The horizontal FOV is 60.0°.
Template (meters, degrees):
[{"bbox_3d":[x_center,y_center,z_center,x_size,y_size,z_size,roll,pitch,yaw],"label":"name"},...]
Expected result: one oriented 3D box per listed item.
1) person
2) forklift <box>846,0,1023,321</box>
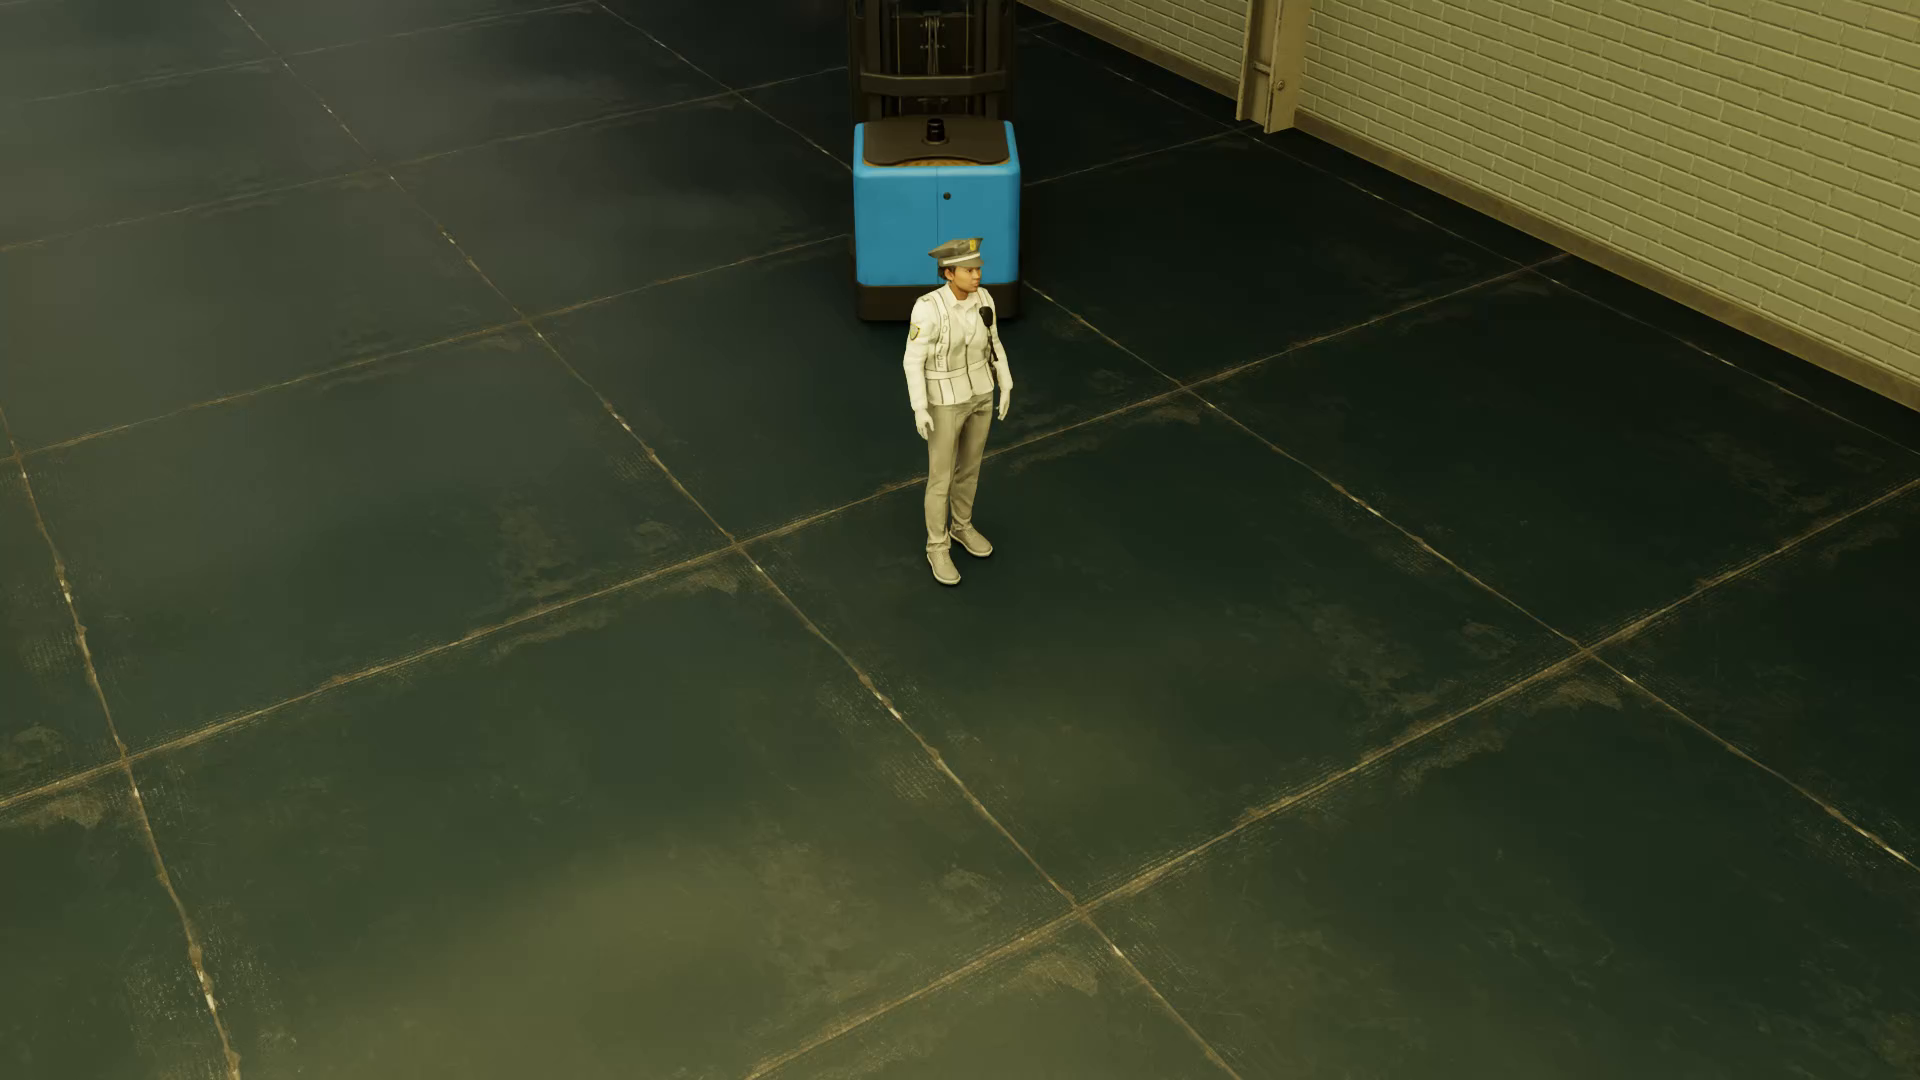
[{"bbox_3d":[0.031,-0.664,8.156,0.586,1.694,0.531,-21,40,-27],"label":"person"},{"bbox_3d":[-0.195,-3.410,11.001,1.130,2.935,3.031,-1,35,-2],"label":"forklift"}]
